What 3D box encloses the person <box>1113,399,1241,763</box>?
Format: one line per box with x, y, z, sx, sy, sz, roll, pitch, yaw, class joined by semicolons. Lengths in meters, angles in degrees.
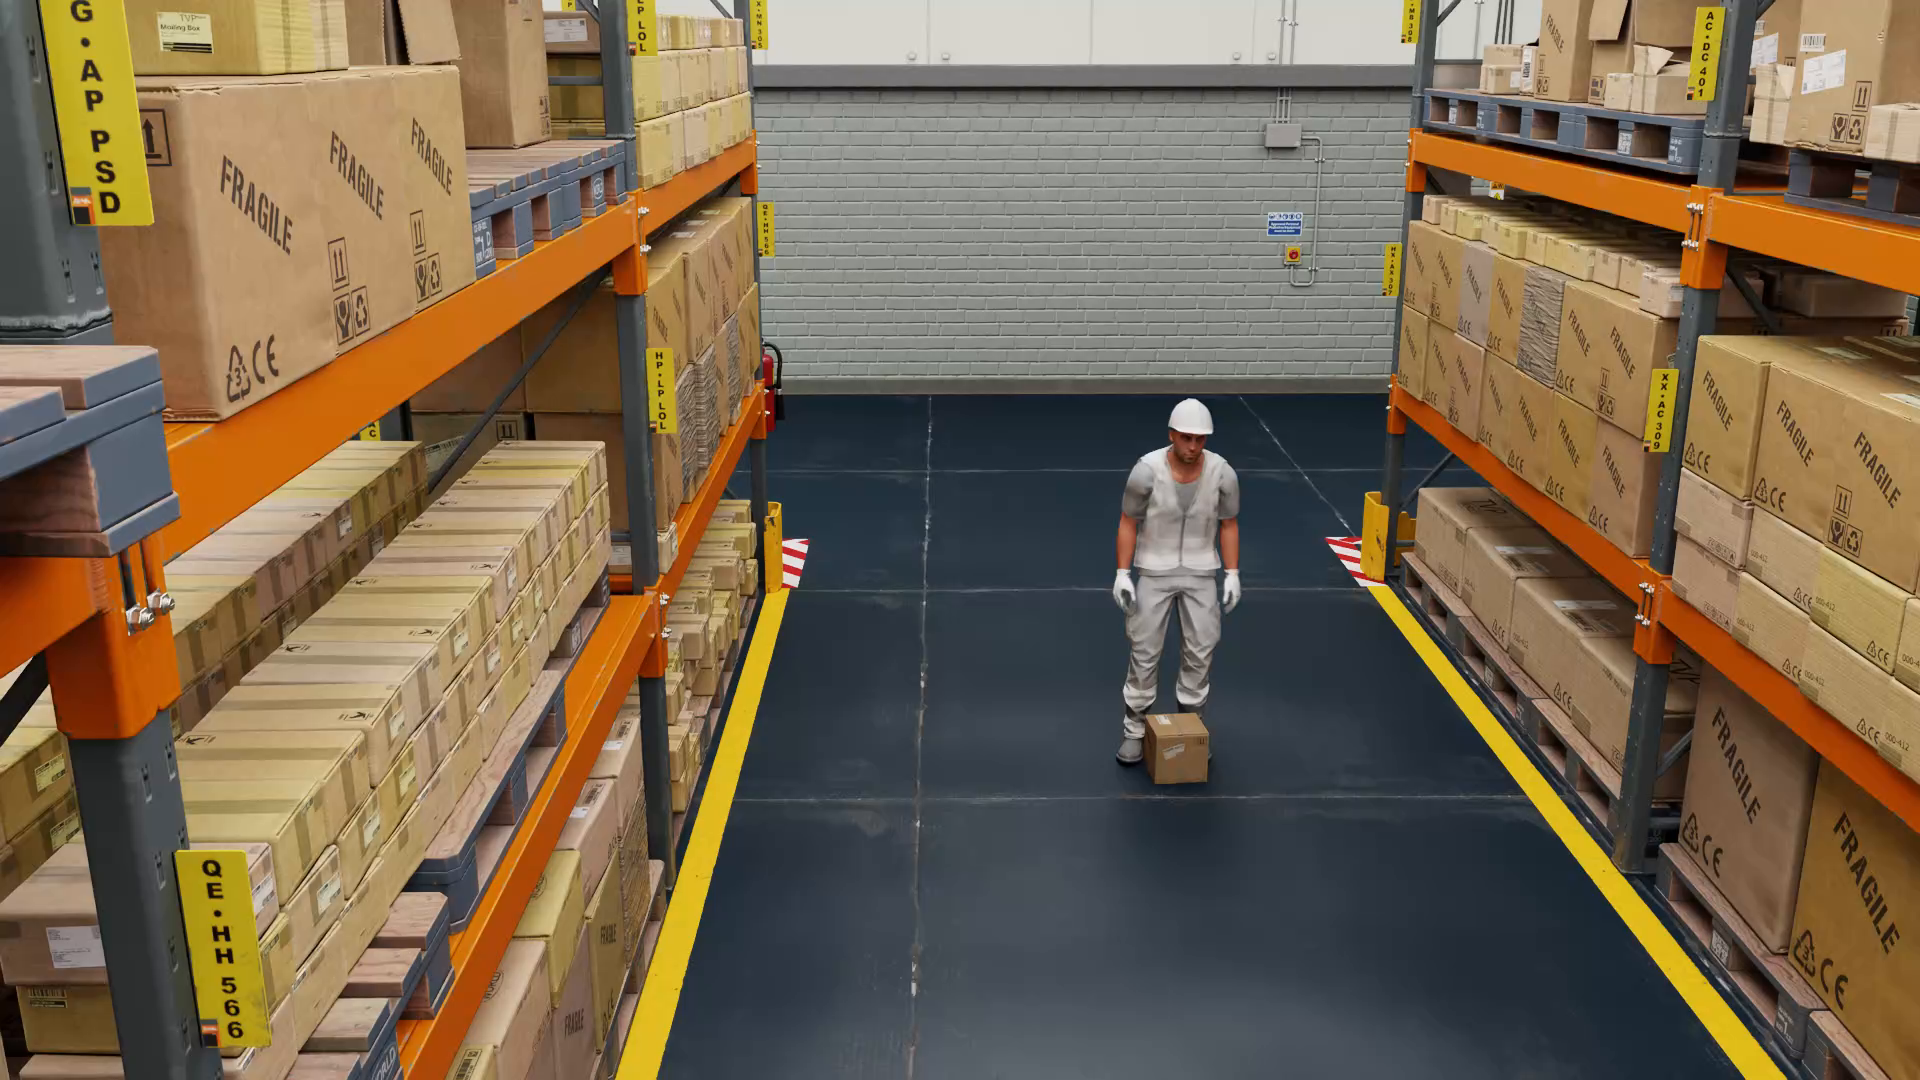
1.031;0.193;7.885;0.615;1.778;0.456;0;17;-2;person
